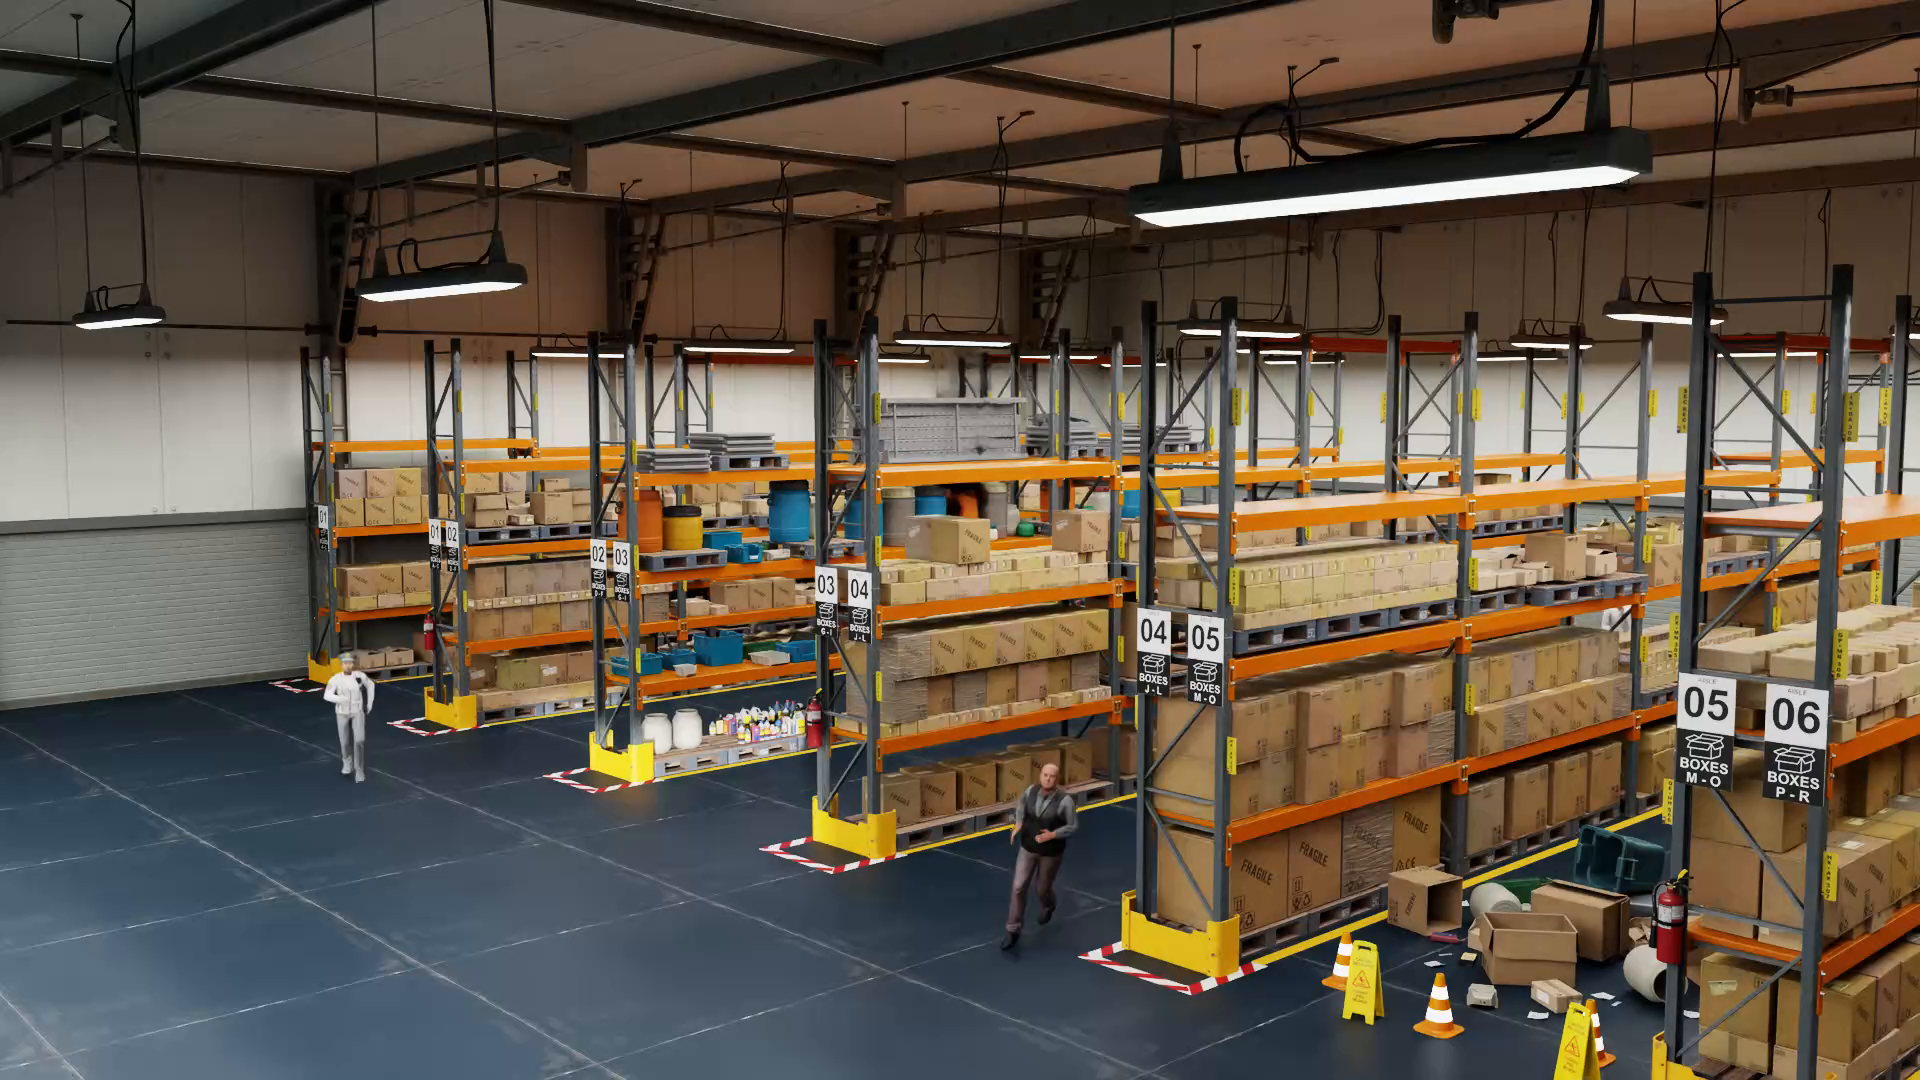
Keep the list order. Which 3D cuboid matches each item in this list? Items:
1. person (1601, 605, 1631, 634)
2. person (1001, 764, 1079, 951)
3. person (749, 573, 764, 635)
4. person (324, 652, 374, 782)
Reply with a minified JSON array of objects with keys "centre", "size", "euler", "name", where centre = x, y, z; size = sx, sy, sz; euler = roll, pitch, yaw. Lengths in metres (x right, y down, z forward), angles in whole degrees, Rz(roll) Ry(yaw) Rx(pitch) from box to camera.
[{"centre":[11.677,1.747,29.286],"size":[0.756,1.686,0.638],"euler":[1,5,9],"name":"person"},{"centre":[0.804,2.937,15.690],"size":[0.686,1.701,0.941],"euler":[2,5,23],"name":"person"},{"centre":[-4.061,1.401,33.075],"size":[0.579,1.687,0.923],"euler":[3,6,34],"name":"person"},{"centre":[-8.173,2.365,22.279],"size":[0.632,1.755,0.737],"euler":[-2,5,-20],"name":"person"}]
